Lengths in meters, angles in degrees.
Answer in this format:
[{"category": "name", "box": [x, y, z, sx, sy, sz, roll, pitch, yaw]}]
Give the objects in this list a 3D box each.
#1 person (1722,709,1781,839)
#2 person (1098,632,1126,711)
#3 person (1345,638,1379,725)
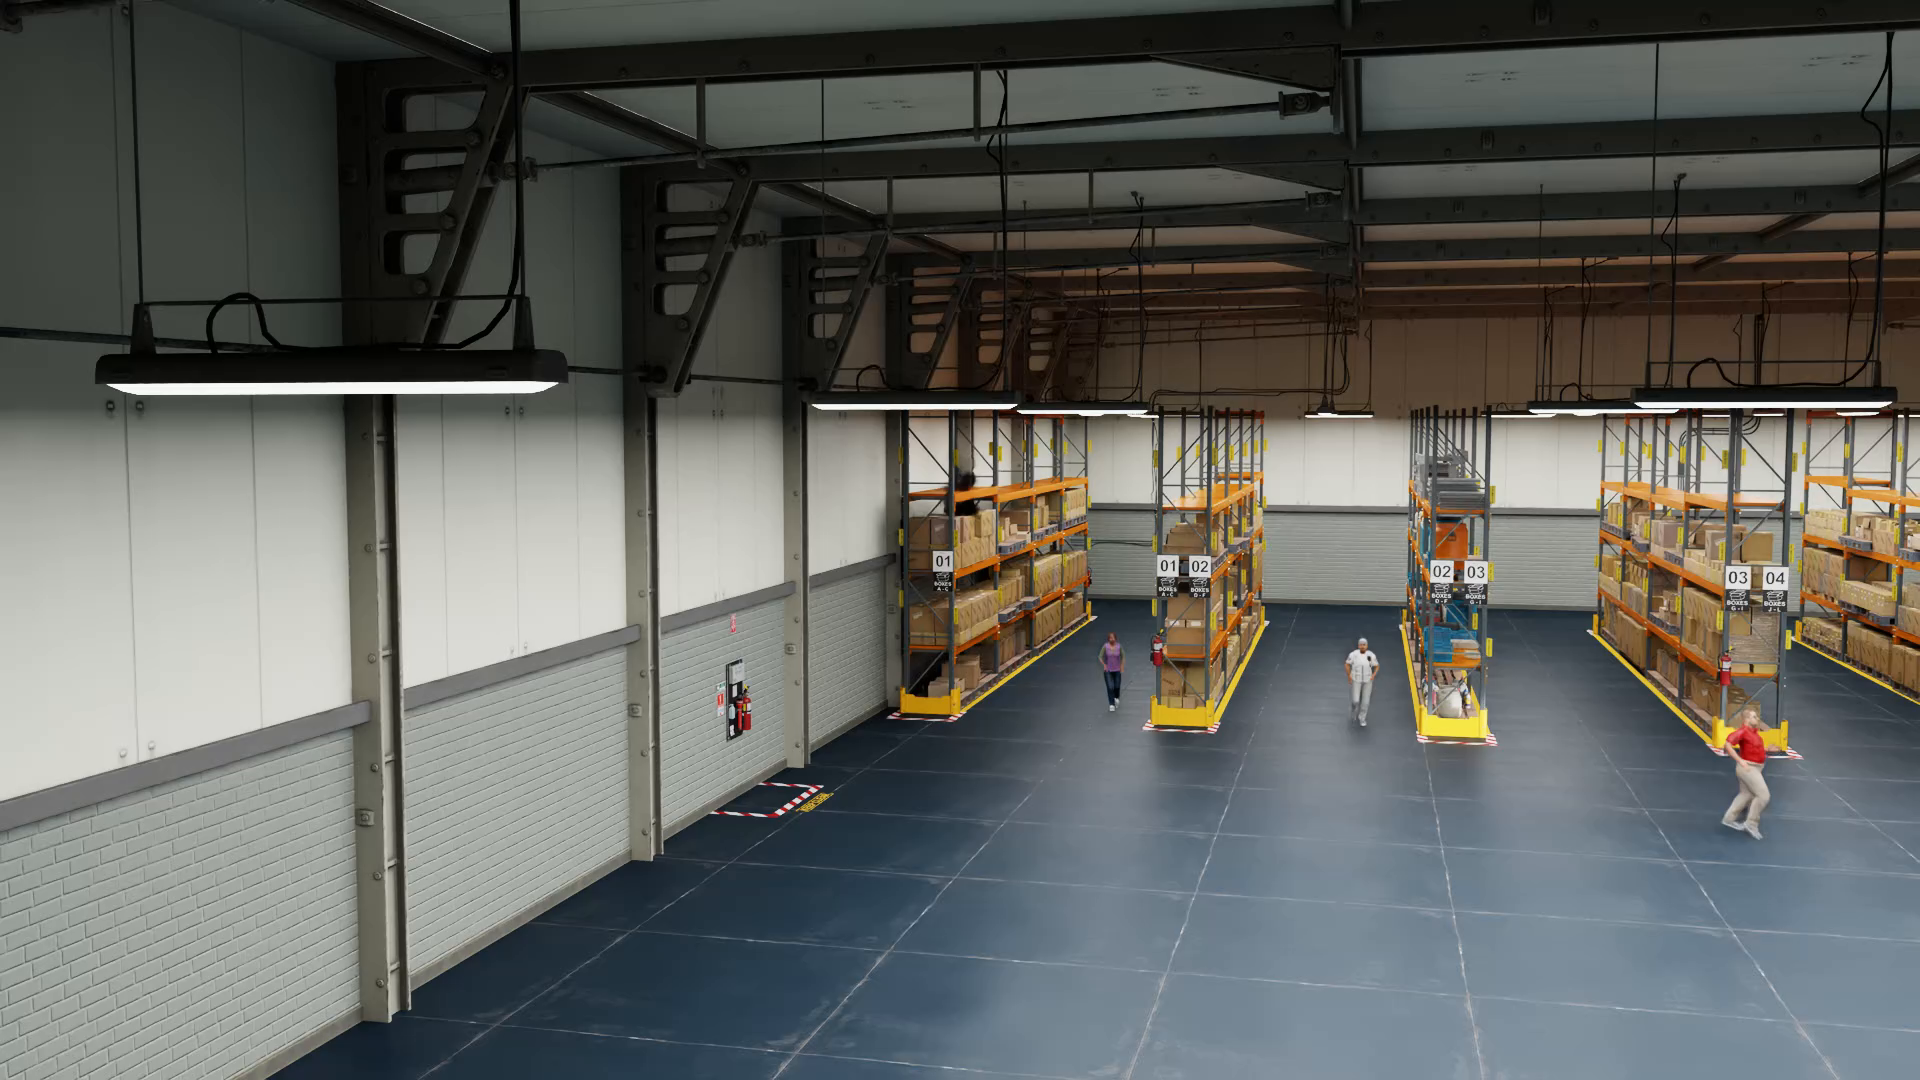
[{"category": "person", "box": [10.914, 3.231, 22.933, 0.714, 1.790, 0.637, 3, 5, 34]}, {"category": "person", "box": [2.990, 2.592, 32.754, 0.553, 1.563, 0.533, 0, 4, 4]}, {"category": "person", "box": [7.586, 2.667, 31.331, 0.618, 1.635, 0.545, 1, 4, 8]}]
